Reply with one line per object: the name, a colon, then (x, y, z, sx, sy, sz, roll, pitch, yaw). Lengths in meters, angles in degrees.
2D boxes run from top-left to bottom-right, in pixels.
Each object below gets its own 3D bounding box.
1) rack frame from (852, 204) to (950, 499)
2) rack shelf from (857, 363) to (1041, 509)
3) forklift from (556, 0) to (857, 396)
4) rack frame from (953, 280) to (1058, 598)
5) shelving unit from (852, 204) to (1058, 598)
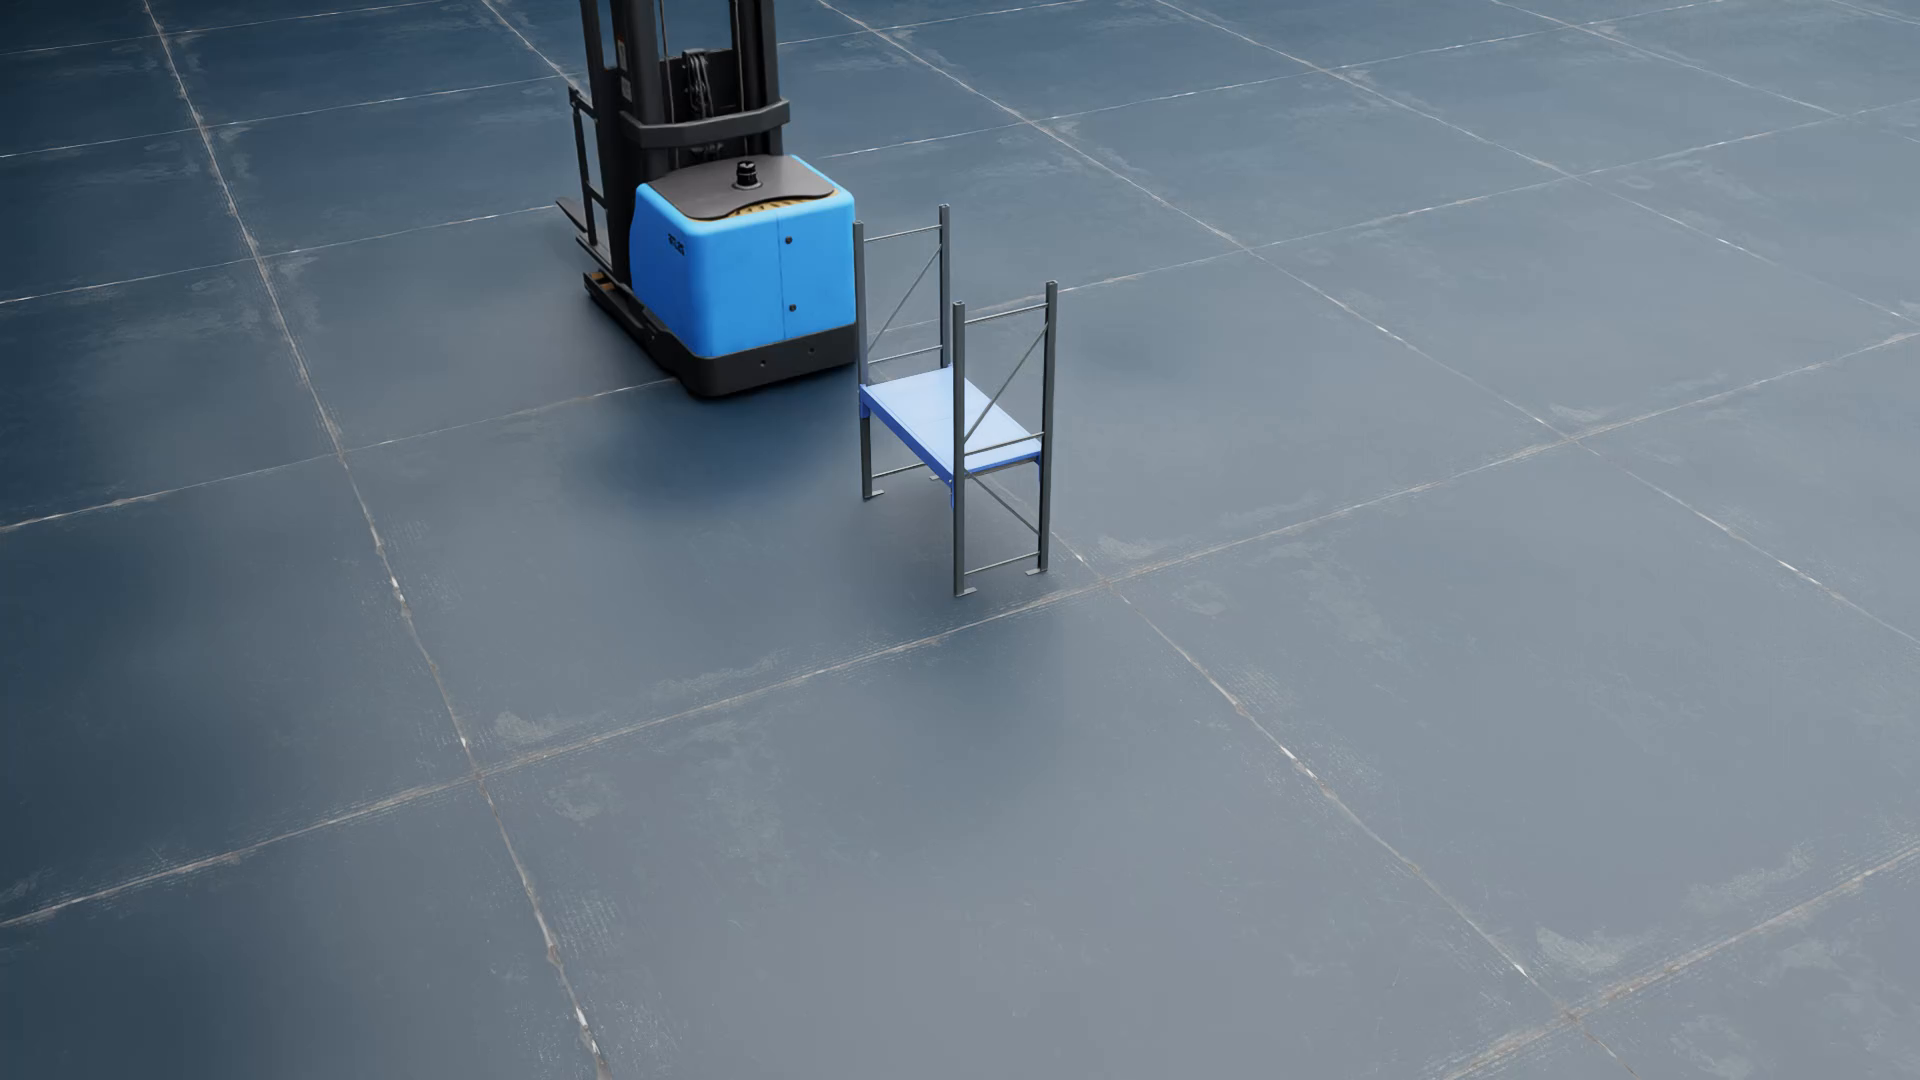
rack frame: (-0.277, -0.915, 8.288, 0.500, 1.500, 0.032, -16, 36, -23)
rack shelf: (-0.040, -0.521, 8.006, 0.538, 0.185, 1.000, -16, 36, -23)
forklift: (-1.754, -2.809, 9.917, 1.130, 2.935, 3.031, -18, 37, -25)
rack frame: (0.197, -0.430, 7.530, 0.500, 1.500, 0.032, -16, 36, -23)
shelving unit: (-0.040, -0.672, 7.909, 0.538, 1.500, 1.048, -16, 36, -23)
